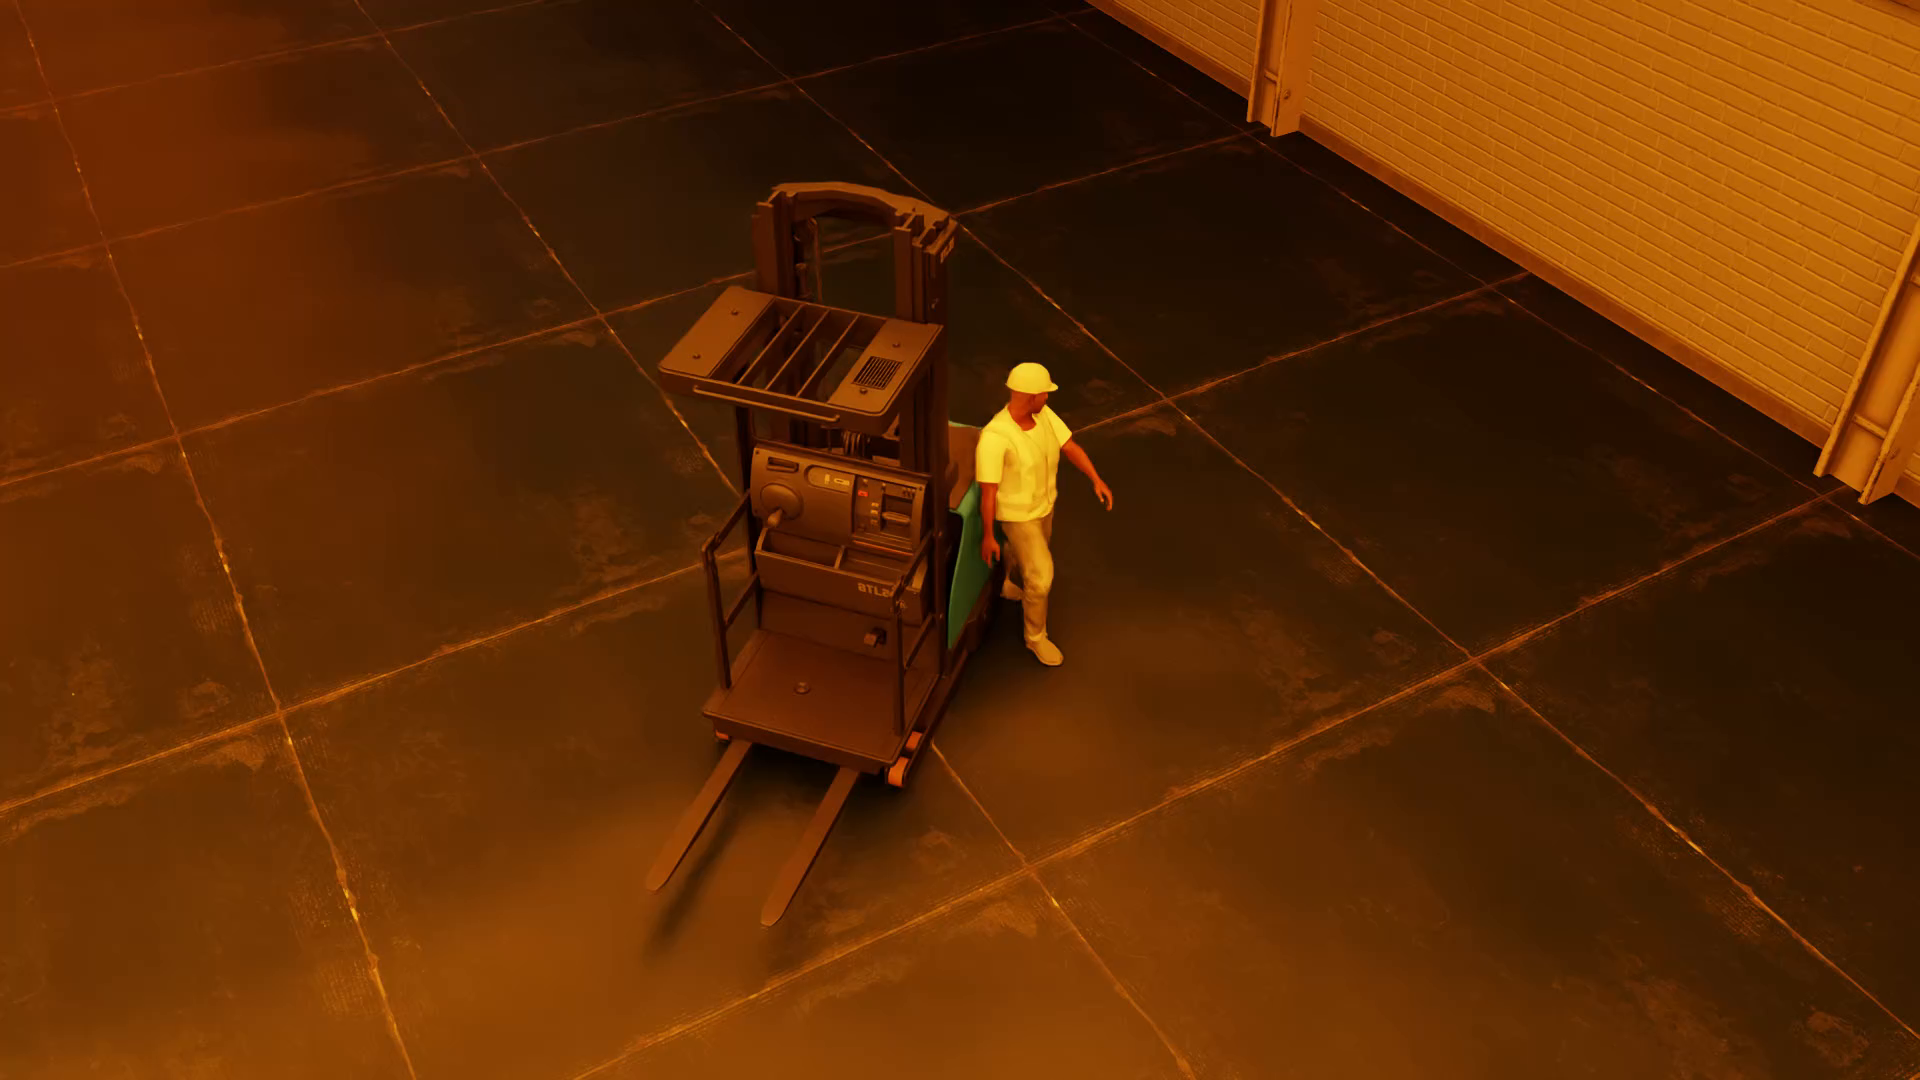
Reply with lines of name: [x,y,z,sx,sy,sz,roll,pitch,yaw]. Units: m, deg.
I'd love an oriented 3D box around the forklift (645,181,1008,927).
forklift: [-0.687,-0.125,8.187,1.130,2.935,3.031,13,41,15]

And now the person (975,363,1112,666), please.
person: [0.389,-0.147,9.198,0.835,1.703,0.791,18,43,21]
